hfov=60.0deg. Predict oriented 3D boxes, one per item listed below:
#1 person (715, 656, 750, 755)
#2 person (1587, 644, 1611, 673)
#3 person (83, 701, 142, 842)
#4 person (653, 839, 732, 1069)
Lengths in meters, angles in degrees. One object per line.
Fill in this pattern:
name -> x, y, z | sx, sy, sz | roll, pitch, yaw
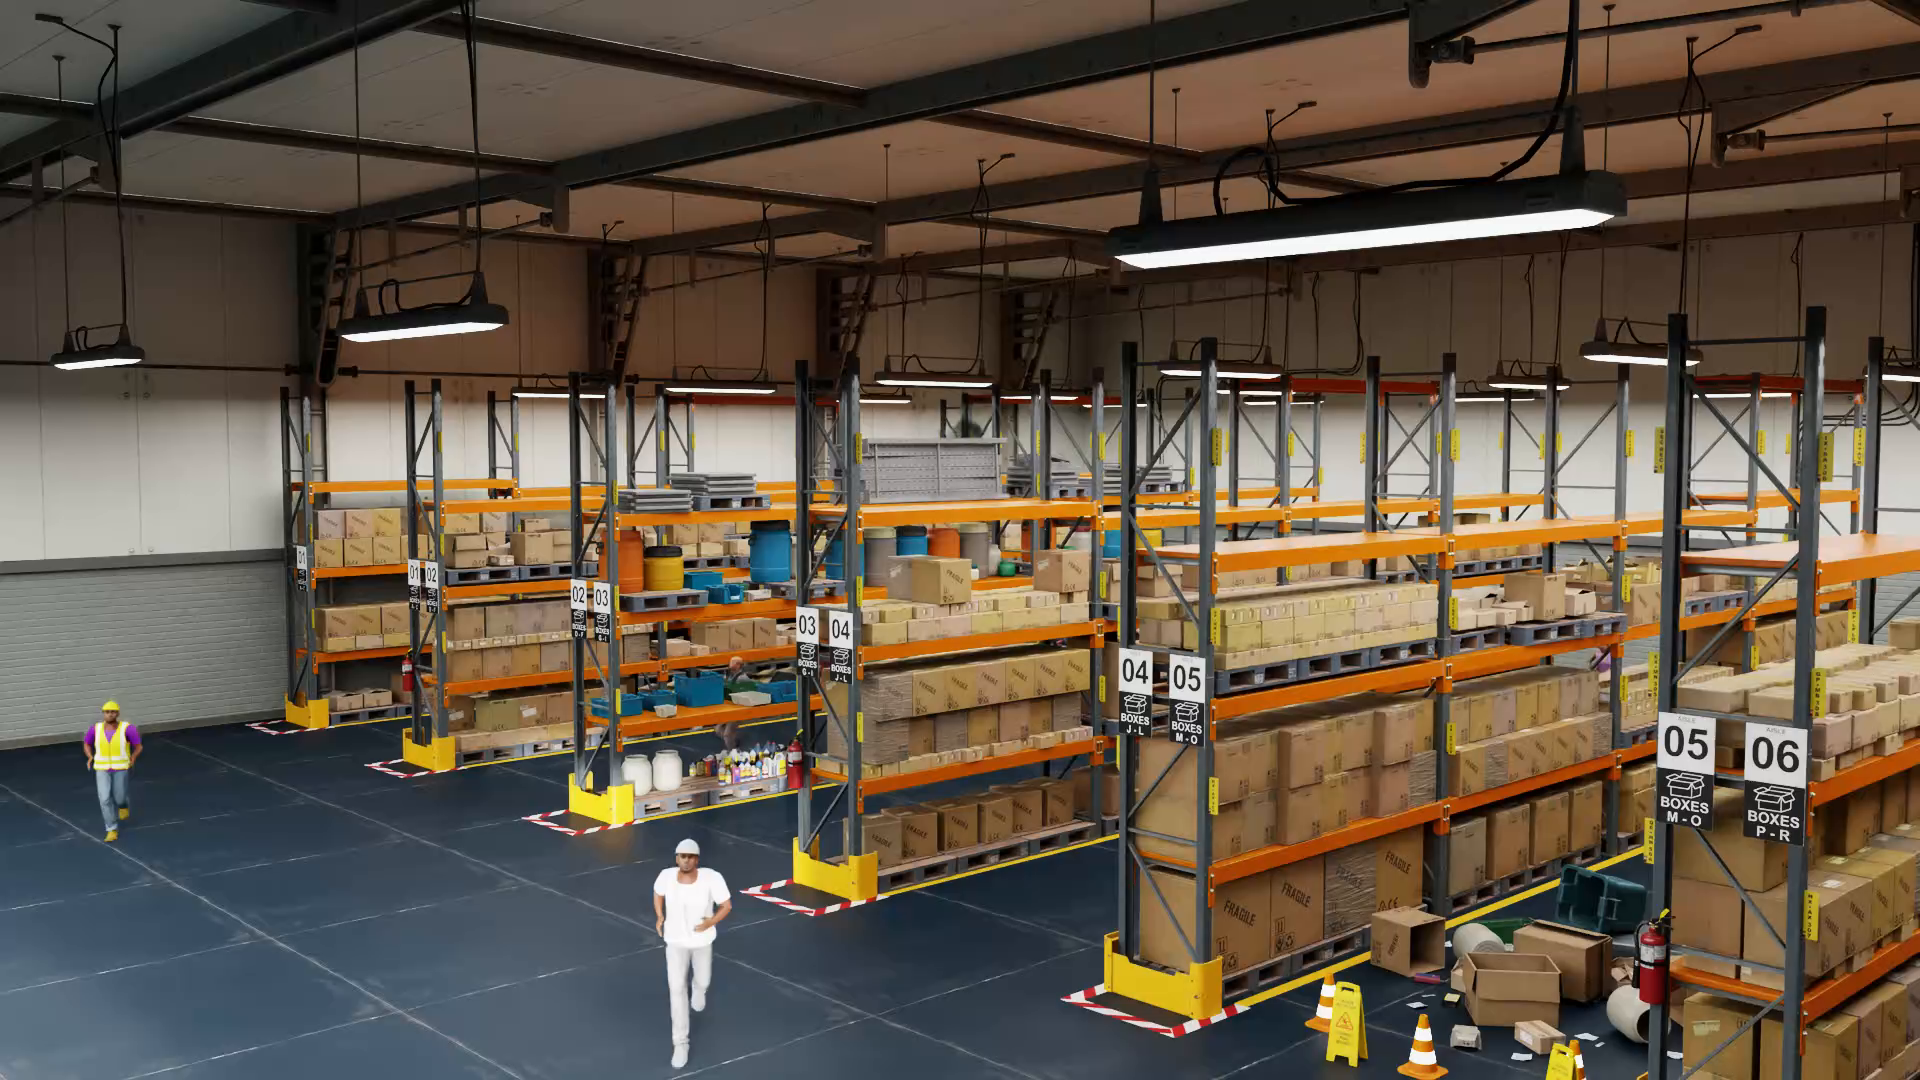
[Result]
person -> -3.568, 2.670, 26.087 | 0.515, 1.676, 0.661 | -3, 5, -43
person -> 11.214, 2.496, 28.941 | 0.549, 1.585, 0.853 | 1, 4, 16
person -> -10.896, 2.940, 21.369 | 0.692, 1.751, 0.815 | -1, 4, -19
person -> -2.259, 3.391, 14.062 | 0.664, 1.775, 1.151 | -1, 4, -8
